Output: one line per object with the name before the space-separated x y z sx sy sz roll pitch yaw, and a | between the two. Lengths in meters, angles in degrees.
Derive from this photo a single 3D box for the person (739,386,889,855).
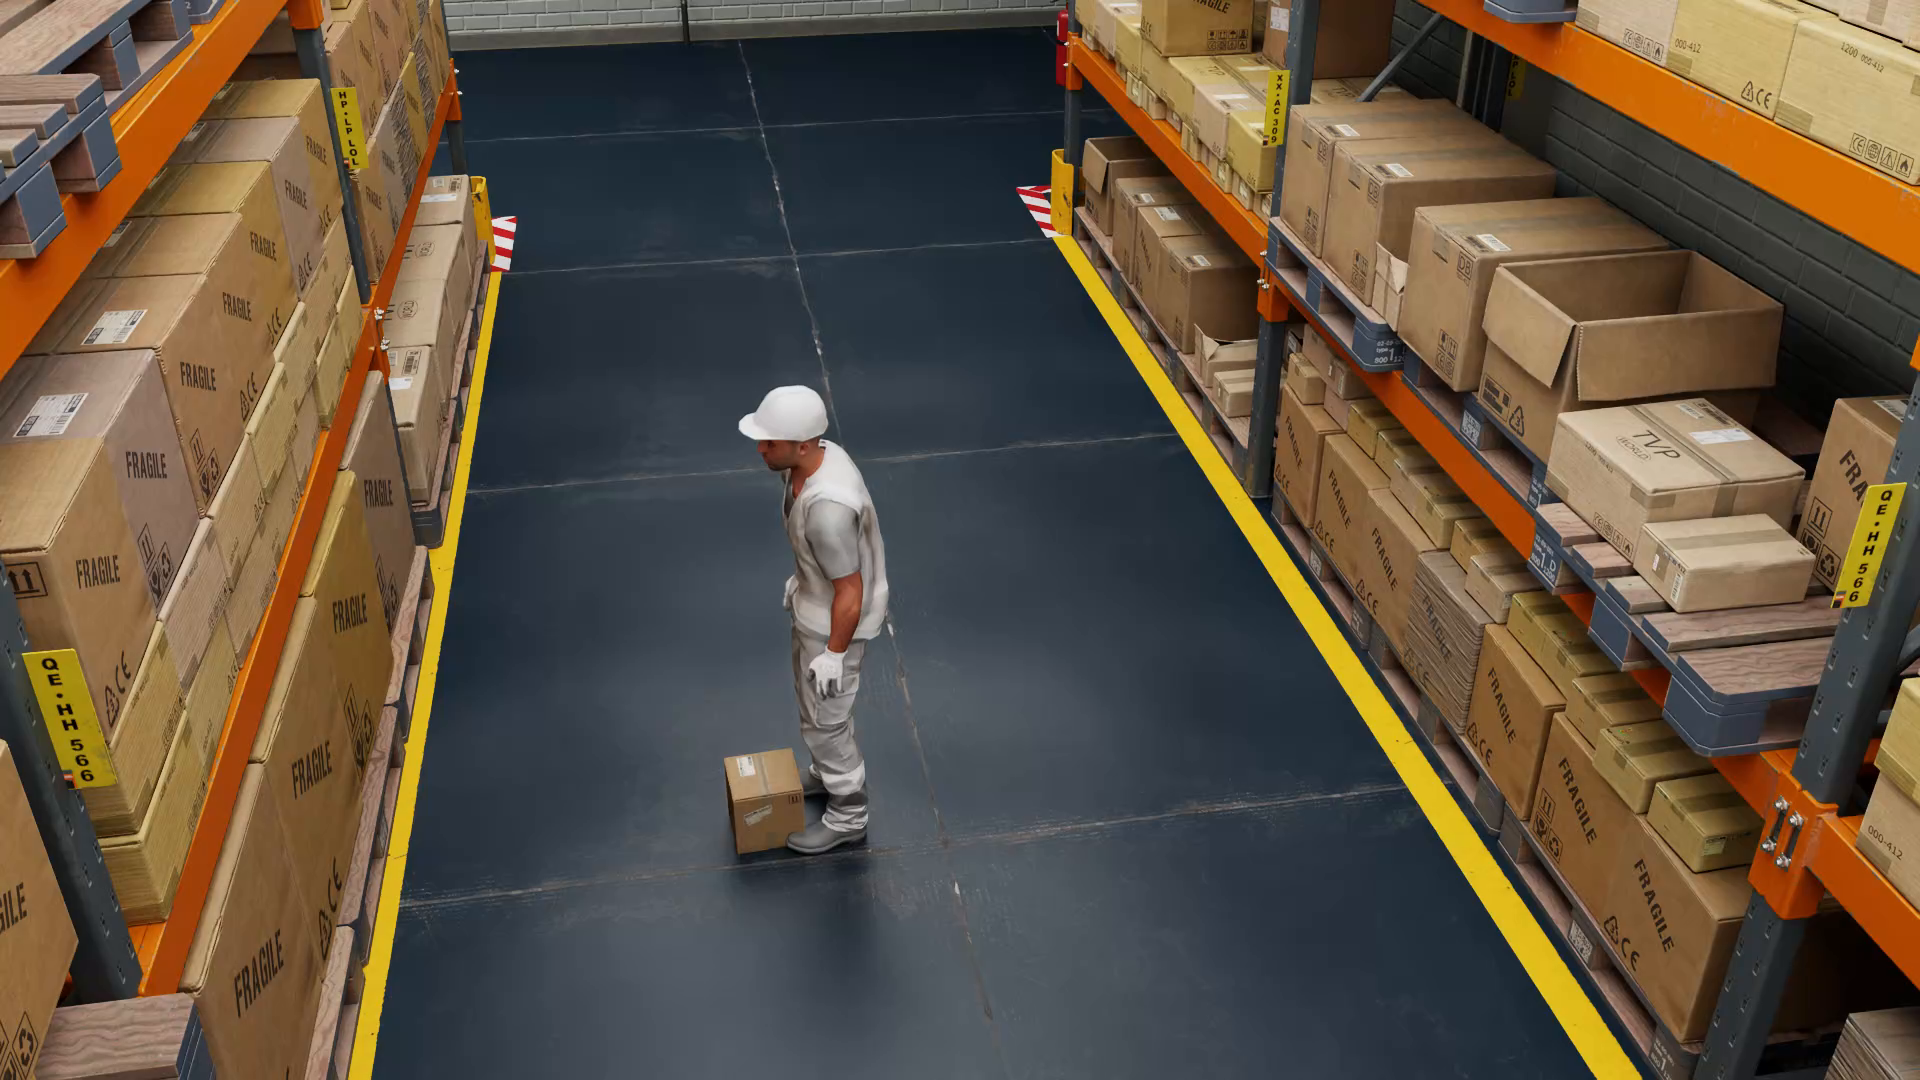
person | -0.480 0.270 5.657 0.452 1.778 0.613 -7 31 -12
